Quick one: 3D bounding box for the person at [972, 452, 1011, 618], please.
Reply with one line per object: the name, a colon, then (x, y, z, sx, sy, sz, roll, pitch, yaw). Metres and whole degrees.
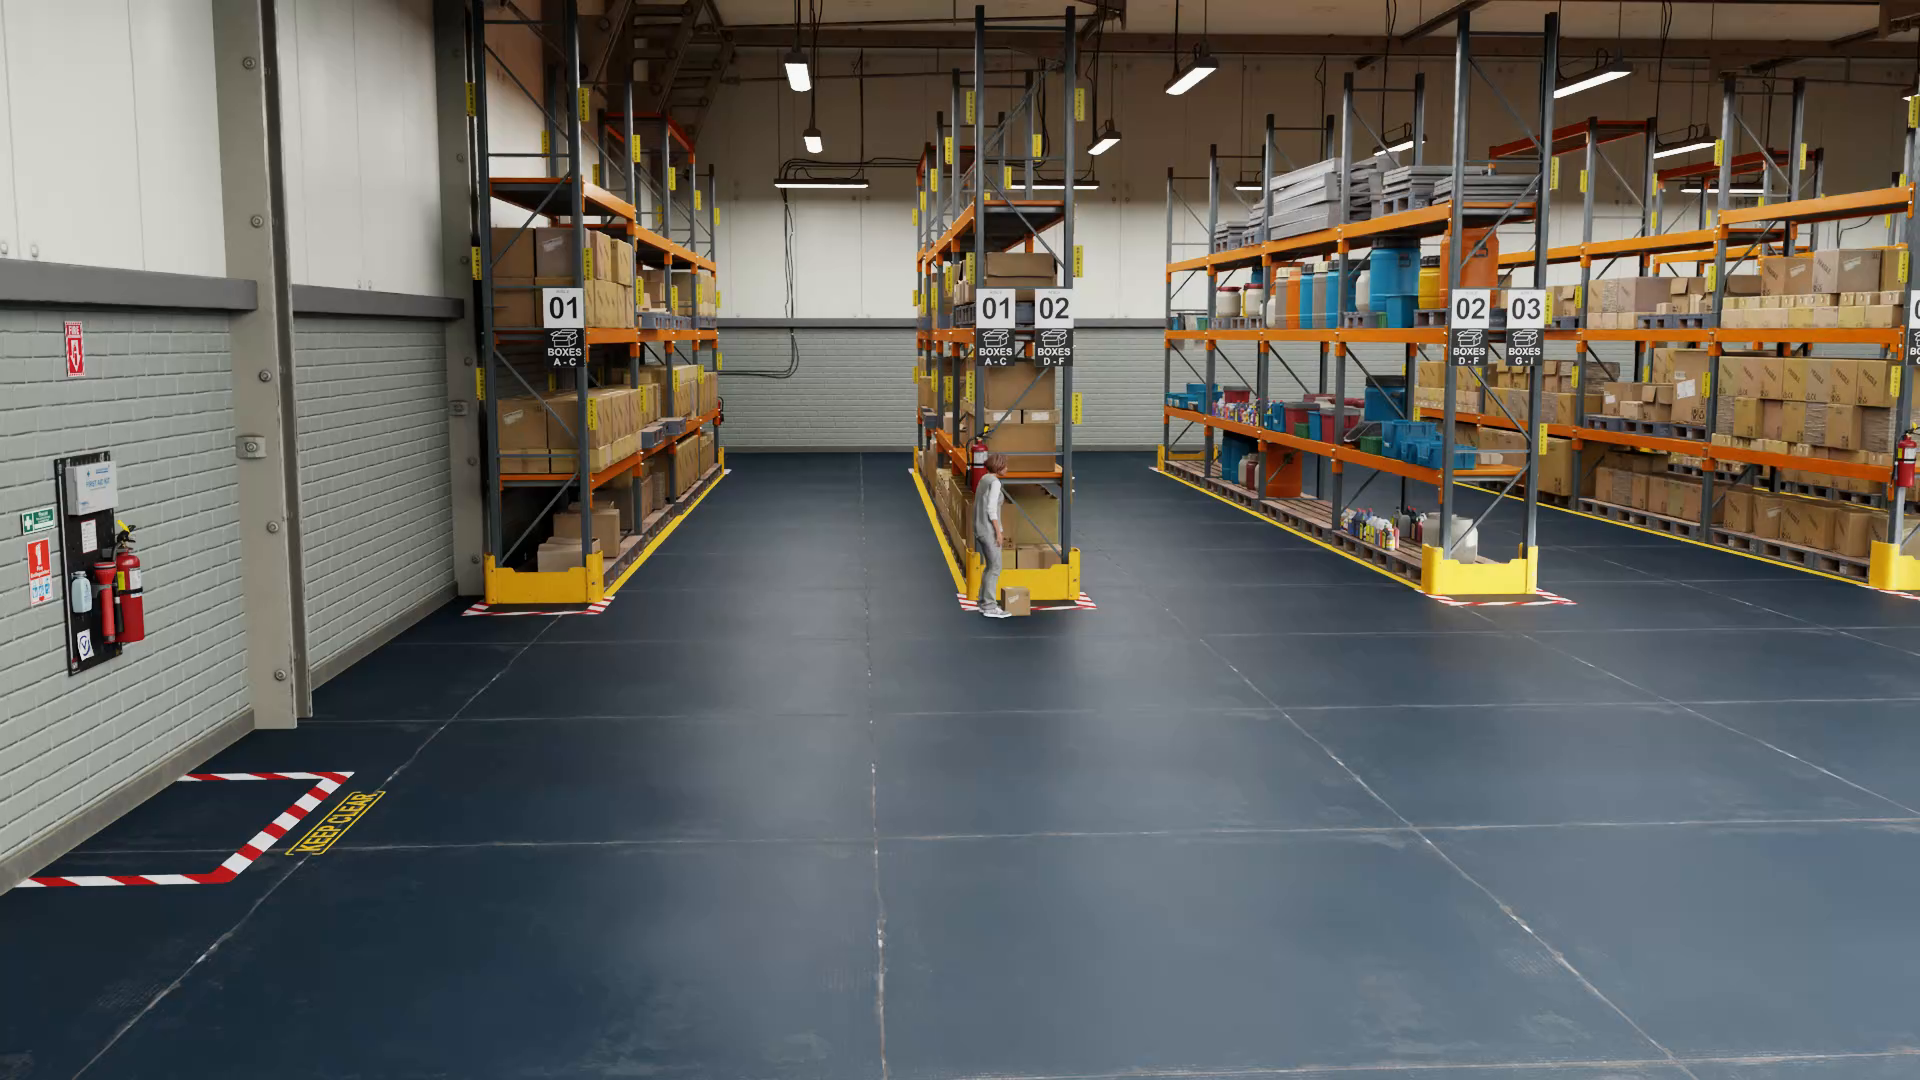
person: (0.303, -0.057, 16.266, 0.344, 1.593, 0.486, -1, 7, -11)
